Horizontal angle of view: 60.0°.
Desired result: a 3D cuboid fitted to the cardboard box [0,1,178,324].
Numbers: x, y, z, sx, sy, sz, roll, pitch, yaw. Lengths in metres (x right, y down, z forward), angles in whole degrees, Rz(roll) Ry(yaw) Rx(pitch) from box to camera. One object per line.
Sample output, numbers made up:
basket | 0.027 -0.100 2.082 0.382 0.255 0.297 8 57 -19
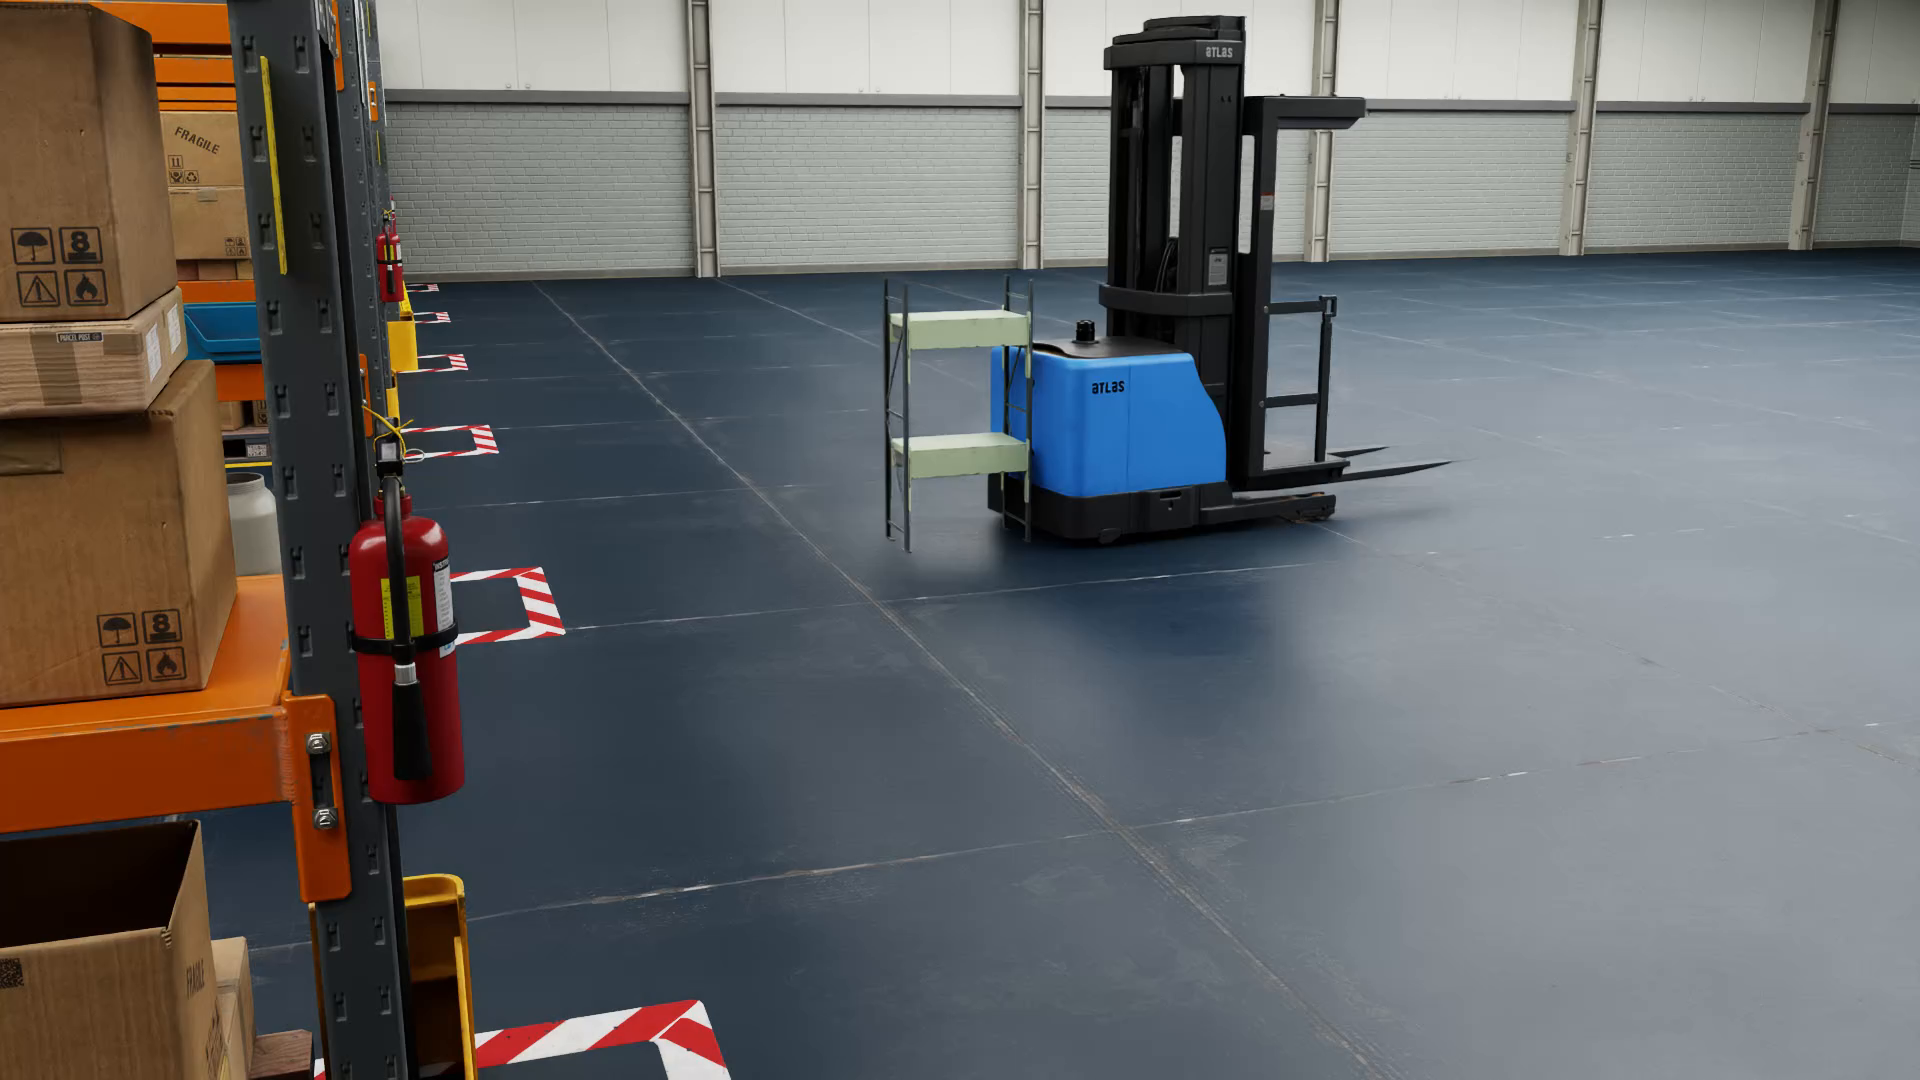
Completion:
cardboard box | -1.719 -0.664 2.932 0.500 0.500 0.700 -4 14 -18

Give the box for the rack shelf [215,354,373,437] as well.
rack shelf | -4.694 -0.609 7.275 4.000 0.370 1.077 -4 14 -18

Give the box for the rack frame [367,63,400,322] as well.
rack frame | -5.865 -3.288 16.984 0.127 3.000 1.000 -4 14 -18

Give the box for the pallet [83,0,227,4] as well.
pallet | -3.614 -2.434 7.320 1.213 0.211 1.003 -4 14 -18

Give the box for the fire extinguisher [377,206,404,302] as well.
fire extinguisher | -4.123 -2.062 11.998 0.183 0.674 0.296 -4 14 -18

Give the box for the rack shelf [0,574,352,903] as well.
rack shelf | -3.118 0.478 2.706 4.000 0.370 1.077 -4 14 -18

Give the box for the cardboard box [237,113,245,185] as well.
cardboard box | -4.821 -2.778 11.819 0.500 0.500 0.500 -4 14 -18

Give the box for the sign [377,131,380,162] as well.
sign | -5.705 -3.846 16.318 0.005 0.325 0.100 -4 14 -18

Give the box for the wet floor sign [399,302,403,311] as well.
wet floor sign | -6.469 -2.579 19.091 0.232 0.644 0.267 -7 15 -28

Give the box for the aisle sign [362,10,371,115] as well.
aisle sign | -4.415 -3.528 12.374 0.004 0.787 0.394 -4 14 -18

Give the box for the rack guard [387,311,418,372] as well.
rack guard | -5.842 -2.074 17.280 0.348 0.500 1.175 -4 14 -18

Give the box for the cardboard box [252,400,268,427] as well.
cardboard box | -4.976 -1.138 12.441 0.500 0.500 0.500 -2 14 -8

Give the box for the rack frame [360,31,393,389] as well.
rack frame | -4.378 -2.193 12.379 0.127 3.000 1.000 -4 14 -18

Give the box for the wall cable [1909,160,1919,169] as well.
wall cable | 21.574 -9.150 35.375 0.112 2.526 3.097 -4 14 -18

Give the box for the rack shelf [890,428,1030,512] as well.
rack shelf | -0.014 -0.410 9.532 0.720 0.370 0.431 -5 14 -19

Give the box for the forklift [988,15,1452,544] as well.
forklift | 1.715 -1.623 10.132 3.031 2.935 1.130 -7 15 -27

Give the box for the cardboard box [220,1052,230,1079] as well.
cardboard box | -1.637 1.218 3.074 0.500 0.250 0.500 -4 14 -18

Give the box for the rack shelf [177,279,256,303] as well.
rack shelf | -6.274 -1.695 11.842 4.000 0.370 1.077 -4 14 -18

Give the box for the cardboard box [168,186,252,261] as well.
cardboard box | -5.344 -2.288 11.922 0.500 0.500 0.875 -4 14 -18

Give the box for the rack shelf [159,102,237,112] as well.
rack shelf | -9.435 -5.328 20.632 4.000 0.370 1.077 -4 14 -18

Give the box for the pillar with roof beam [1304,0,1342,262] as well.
pillar with roof beam | 8.360 -8.904 27.628 0.400 9.000 9.100 -4 14 -18

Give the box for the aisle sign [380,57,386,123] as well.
aisle sign | -5.893 -4.624 16.981 0.004 0.787 0.394 -4 14 -18

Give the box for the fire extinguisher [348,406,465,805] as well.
fire extinguisher | -0.962 0.111 2.861 0.183 0.674 0.296 -4 14 -18

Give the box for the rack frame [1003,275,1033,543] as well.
rack frame | 0.331 -0.755 9.576 0.023 1.500 0.400 -5 14 -19

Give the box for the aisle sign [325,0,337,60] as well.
aisle sign | -1.258 -1.356 3.246 0.004 0.787 0.394 -4 14 -18

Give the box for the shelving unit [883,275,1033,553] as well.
shelving unit | -0.014 -0.727 9.457 0.755 1.500 0.431 -5 14 -19

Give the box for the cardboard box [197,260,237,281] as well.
cardboard box | -5.282 -1.941 11.864 0.250 0.149 0.380 -4 14 -18

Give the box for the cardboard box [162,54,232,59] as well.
cardboard box | -5.227 -3.450 11.508 0.500 0.250 0.500 -4 14 -18

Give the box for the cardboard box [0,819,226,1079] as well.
cardboard box | -1.636 0.854 2.986 0.500 0.500 0.500 -4 14 -18

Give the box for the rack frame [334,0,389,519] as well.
rack frame | -2.799 -1.106 7.812 0.127 3.000 1.000 -4 14 -18

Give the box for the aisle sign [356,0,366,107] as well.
aisle sign | -2.824 -2.441 7.804 0.004 0.787 0.394 -4 14 -18

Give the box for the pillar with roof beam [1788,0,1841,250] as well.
pillar with roof beam | 19.733 -9.789 31.352 0.400 9.000 9.100 -4 14 -18

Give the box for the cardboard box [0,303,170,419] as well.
cardboard box | -1.524 -0.314 2.863 0.250 0.149 0.380 -5 14 -19

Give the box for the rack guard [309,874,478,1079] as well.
rack guard | -1.200 1.195 3.540 0.348 0.500 1.175 -4 14 -18
